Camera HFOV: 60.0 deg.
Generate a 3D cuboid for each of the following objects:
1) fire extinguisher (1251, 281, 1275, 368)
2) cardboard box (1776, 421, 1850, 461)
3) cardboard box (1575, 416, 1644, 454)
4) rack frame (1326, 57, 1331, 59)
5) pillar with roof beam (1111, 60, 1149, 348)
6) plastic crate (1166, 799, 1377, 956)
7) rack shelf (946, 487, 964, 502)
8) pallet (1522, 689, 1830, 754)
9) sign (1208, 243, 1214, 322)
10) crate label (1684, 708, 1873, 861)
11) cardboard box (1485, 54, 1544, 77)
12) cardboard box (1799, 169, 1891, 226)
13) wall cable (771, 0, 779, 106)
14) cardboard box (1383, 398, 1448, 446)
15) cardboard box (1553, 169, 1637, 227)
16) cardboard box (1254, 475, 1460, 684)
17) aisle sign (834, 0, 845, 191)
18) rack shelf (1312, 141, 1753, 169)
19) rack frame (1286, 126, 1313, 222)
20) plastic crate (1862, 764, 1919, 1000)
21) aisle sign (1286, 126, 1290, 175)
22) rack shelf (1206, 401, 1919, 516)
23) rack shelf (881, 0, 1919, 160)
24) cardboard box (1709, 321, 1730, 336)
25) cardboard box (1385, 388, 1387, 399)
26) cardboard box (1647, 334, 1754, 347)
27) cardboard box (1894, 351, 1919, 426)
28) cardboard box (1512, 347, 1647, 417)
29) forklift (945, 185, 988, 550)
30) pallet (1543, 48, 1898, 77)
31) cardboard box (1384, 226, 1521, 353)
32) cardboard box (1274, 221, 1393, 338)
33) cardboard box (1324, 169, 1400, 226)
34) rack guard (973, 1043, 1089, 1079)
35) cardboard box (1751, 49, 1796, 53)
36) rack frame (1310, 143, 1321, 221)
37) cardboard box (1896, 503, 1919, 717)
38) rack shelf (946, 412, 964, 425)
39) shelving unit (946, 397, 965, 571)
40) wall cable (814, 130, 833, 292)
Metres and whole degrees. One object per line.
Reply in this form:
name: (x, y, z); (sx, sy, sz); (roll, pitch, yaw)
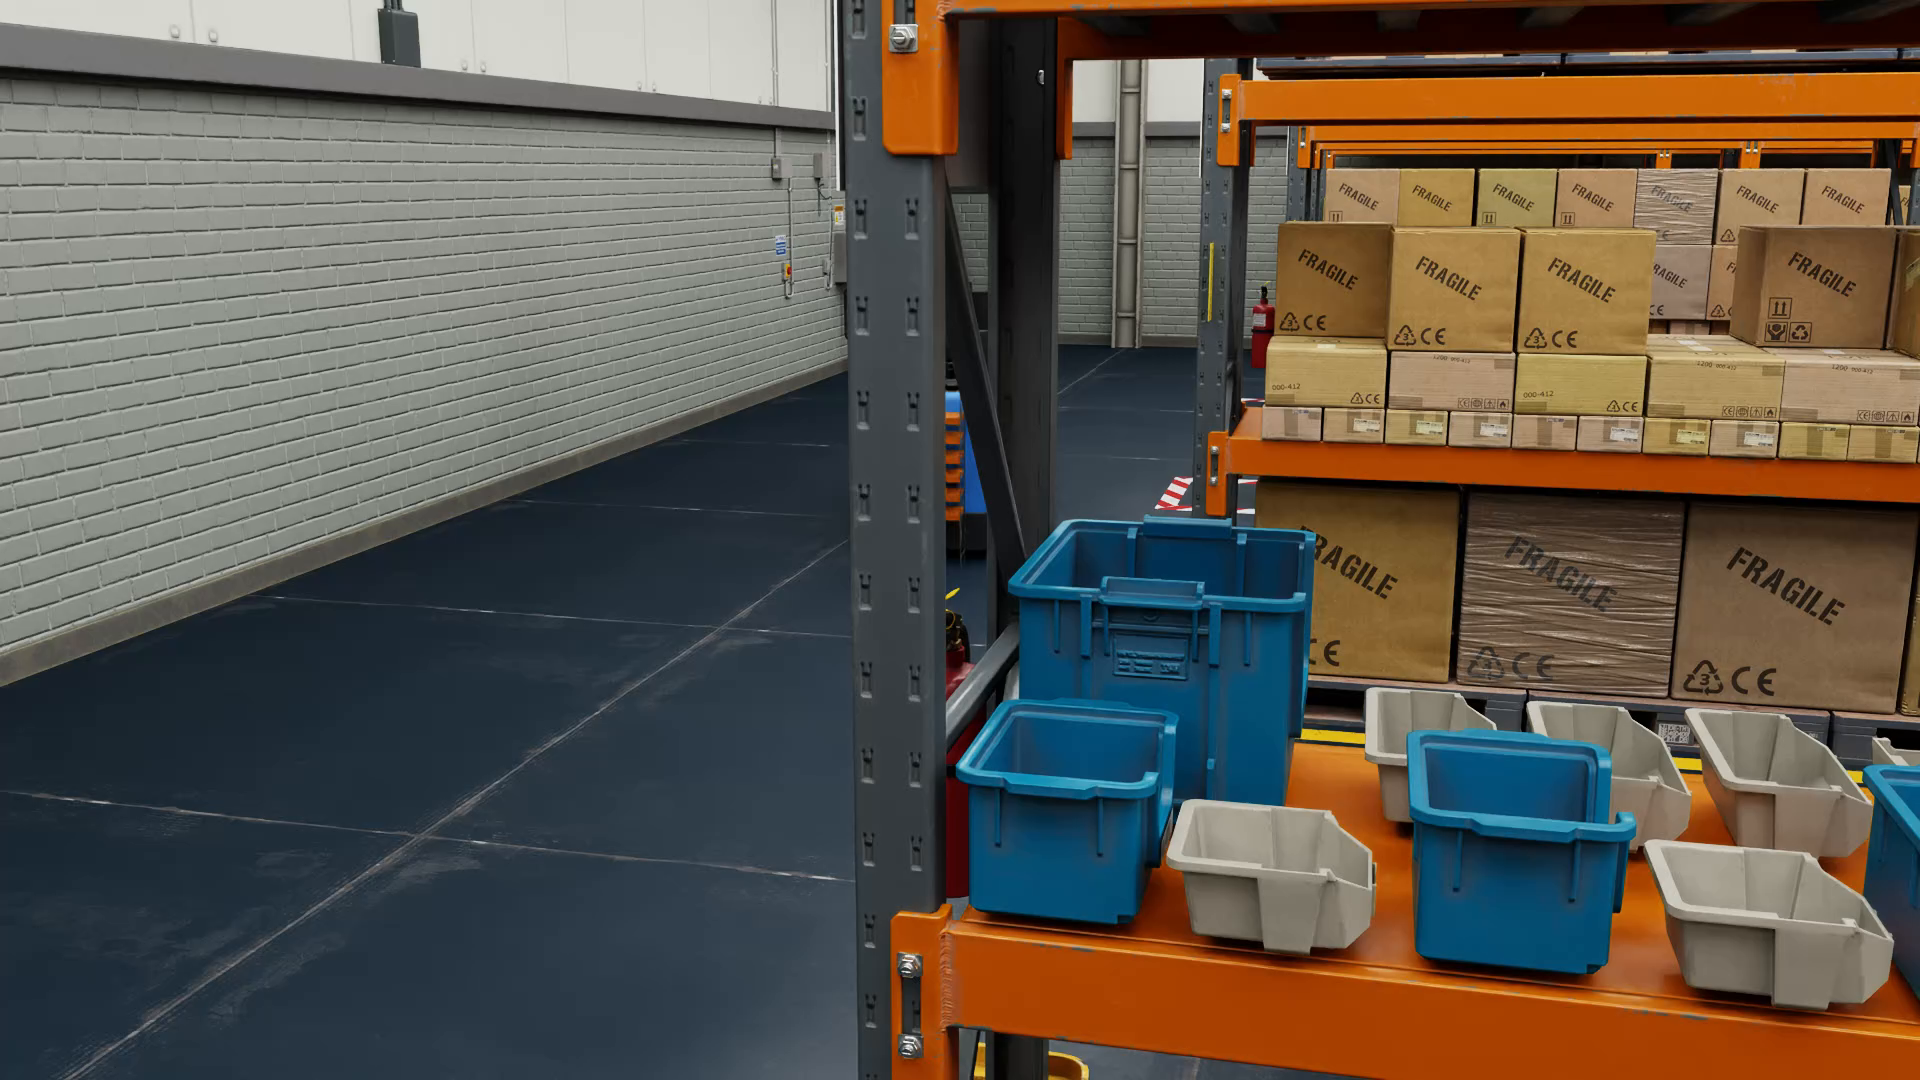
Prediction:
fire extinguisher: (2.356, -1.677, 12.907); (0.183, 0.674, 0.296); (3, 13, 14)
cardboard box: (3.464, -0.432, 6.837); (0.250, 0.149, 0.380); (3, 13, 13)
cardboard box: (2.718, -0.472, 7.018); (0.250, 0.149, 0.380); (3, 13, 13)
rack frame: (4.763, -6.806, 21.133); (0.127, 3.000, 1.000); (3, 13, 14)
pillar with roof beam: (1.330, -6.230, 18.538); (0.400, 9.000, 9.100); (3, 13, 14)
plastic crate: (0.469, 0.508, 2.489); (0.298, 0.136, 0.250); (3, 13, 14)
rack shelf: (-0.075, -0.262, 10.403); (0.180, 0.103, 0.258); (1, 13, 6)
pallet: (3.179, 0.701, 7.586); (1.213, 0.211, 1.003); (3, 13, 14)
sign: (1.064, -1.094, 7.058); (0.005, 0.325, 0.100); (3, 13, 14)
crate label: (1.406, 0.424, 2.870); (0.243, 0.136, 0.396); (3, 13, 14)
cardboard box: (3.848, -3.289, 11.400); (0.500, 0.250, 0.500); (3, 13, 14)
cardboard box: (5.852, -2.229, 11.129); (0.500, 0.500, 0.500); (3, 13, 12)
wall cable: (-2.012, -5.998, 17.491); (0.029, 3.000, 0.463); (3, 13, 14)
cardboard box: (1.967, -0.512, 7.198); (0.250, 0.149, 0.380); (3, 13, 12)
cardboard box: (4.349, -2.308, 11.484); (0.500, 0.500, 0.500); (3, 13, 12)
cardboard box: (1.844, 0.100, 7.795); (0.875, 0.875, 0.875); (3, 13, 14)
aisle sign: (-0.125, -0.918, 2.444); (0.004, 0.787, 0.394); (3, 13, 14)
rack shelf: (5.519, -3.842, 16.363); (4.000, 0.370, 1.077); (3, 13, 14)
rack frame: (2.490, -1.787, 12.362); (0.127, 3.000, 1.000); (3, 13, 14)
plastic crate: (1.456, 0.495, 2.324); (0.300, 0.233, 0.416); (3, 13, 14)
aisle sign: (2.347, -2.997, 11.813); (0.004, 0.787, 0.394); (3, 13, 14)
rack shelf: (3.145, -0.294, 7.295); (4.000, 0.370, 1.077); (3, 13, 14)
rack shelf: (1.958, -0.717, 2.275); (4.000, 0.370, 1.077); (3, 13, 14)
cardboard box: (5.285, -1.467, 11.500); (0.250, 0.149, 0.380); (3, 13, 12)
cardboard box: (2.125, -0.651, 7.821); (0.250, 0.149, 0.380); (3, 13, 14)
cardboard box: (3.230, -0.773, 7.451); (0.500, 0.250, 0.500); (3, 13, 14)
cardboard box: (4.092, -0.608, 6.706); (0.500, 0.250, 0.500); (3, 13, 15)
cardboard box: (2.598, -0.687, 7.064); (0.500, 0.250, 0.500); (3, 13, 12)
forklift: (0.072, -1.626, 11.798); (1.130, 2.935, 3.031); (1, 13, 6)
pallet: (3.114, -2.071, 6.922); (1.213, 0.211, 1.003); (3, 13, 14)
cardboard box: (2.090, -1.080, 7.102); (0.500, 0.500, 0.500); (3, 13, 12)
cardboard box: (1.739, -1.217, 7.723); (0.500, 0.500, 0.500); (3, 13, 14)
cardboard box: (2.862, -2.390, 11.854); (0.500, 0.500, 0.500); (3, 13, 13)
rack guard: (-0.010, 1.514, 3.254); (0.348, 0.500, 1.175); (3, 13, 14)
cardboard box: (5.362, -3.214, 11.063); (0.500, 0.250, 0.500); (3, 13, 11)
rack frame: (3.578, -2.833, 17.078); (0.127, 3.000, 1.000); (3, 13, 14)
cardboard box: (4.465, 0.240, 7.164); (0.875, 0.875, 0.875); (3, 13, 14)
rack shelf: (-0.075, -0.731, 10.299); (0.180, 0.103, 0.258); (1, 13, 6)
shelving unit: (-0.075, -0.423, 10.368); (0.189, 1.200, 0.258); (1, 13, 6)
wall cable: (-1.574, -3.916, 19.611); (0.122, 1.984, 0.588); (3, 13, 14)
